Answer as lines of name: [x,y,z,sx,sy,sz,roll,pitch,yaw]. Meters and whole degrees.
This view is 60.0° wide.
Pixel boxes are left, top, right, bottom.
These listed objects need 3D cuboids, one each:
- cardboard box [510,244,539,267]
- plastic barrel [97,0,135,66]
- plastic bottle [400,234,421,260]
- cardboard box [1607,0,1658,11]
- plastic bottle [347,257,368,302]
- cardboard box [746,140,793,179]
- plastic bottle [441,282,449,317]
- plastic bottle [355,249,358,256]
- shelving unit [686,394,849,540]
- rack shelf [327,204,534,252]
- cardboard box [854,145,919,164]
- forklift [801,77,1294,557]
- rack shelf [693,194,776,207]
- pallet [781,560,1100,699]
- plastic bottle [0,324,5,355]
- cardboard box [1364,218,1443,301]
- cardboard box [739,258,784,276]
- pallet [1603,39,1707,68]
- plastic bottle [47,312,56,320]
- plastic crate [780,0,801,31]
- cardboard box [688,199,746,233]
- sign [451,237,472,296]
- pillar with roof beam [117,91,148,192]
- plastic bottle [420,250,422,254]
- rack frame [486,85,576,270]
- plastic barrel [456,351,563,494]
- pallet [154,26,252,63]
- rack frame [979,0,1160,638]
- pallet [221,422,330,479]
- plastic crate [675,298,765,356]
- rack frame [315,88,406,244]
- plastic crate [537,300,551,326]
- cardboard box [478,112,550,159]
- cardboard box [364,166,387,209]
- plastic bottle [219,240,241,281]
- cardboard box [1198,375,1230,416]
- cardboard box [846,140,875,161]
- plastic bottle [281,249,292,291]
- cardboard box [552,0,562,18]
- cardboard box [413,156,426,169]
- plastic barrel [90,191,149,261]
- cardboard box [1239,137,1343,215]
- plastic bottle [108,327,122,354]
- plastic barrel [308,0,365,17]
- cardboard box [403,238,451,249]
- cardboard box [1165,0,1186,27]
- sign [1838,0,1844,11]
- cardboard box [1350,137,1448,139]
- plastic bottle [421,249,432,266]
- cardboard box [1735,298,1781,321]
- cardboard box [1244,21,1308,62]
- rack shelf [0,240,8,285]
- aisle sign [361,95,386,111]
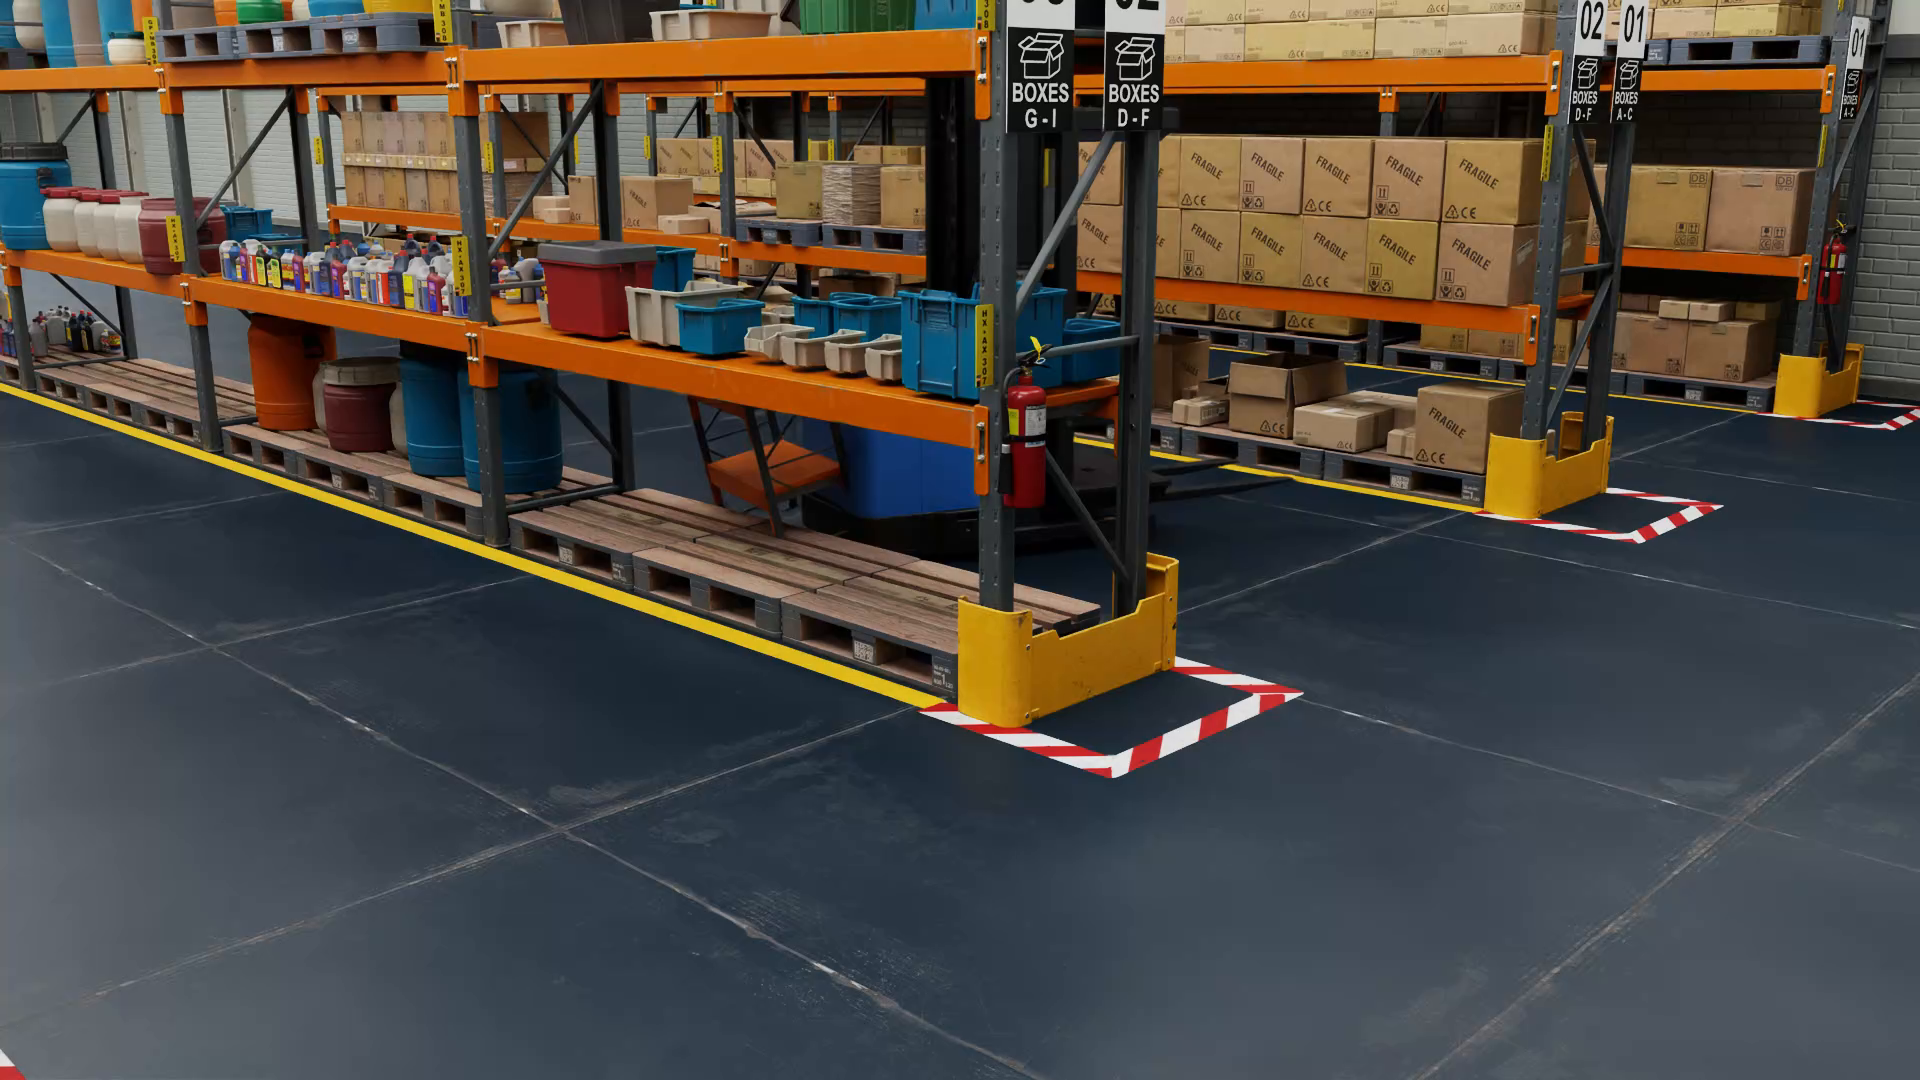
cardboard box: [-4.846,-3.170,19.284,0.500,0.500,0.500,14,20,42]
plastic barrel: [-6.712,-4.314,13.596,0.708,0.901,0.600,14,20,42]
plastic bottle: [-3.795,-1.946,11.548,0.185,0.351,0.144,14,20,42]
cardboard box: [5.894,-4.848,14.419,0.500,0.500,0.500,13,19,40]
plastic bottle: [-3.809,-1.665,10.619,0.135,0.276,0.152,14,20,42]
cardboard box: [-2.567,-5.200,22.709,0.500,0.500,0.500,13,19,41]
plastic bottle: [-3.022,-1.428,9.857,0.097,0.201,0.097,0,15,0]
plastic bottle: [-4.397,-2.028,12.160,0.097,0.201,0.097,0,15,0]
shelving unit: [-1.099,-0.550,9.551,0.538,1.125,1.048,-20,20,-23]
rack shelf: [-6.169,-3.799,19.989,4.000,0.370,1.077,14,20,42]
cardboard box: [-0.951,-4.863,21.575,0.500,0.500,0.700,14,20,42]
forklift: [0.607,-1.505,9.895,3.031,2.935,1.130,-7,16,-24]
rack shelf: [-2.734,-4.699,23.442,4.000,0.370,1.077,14,20,42]
pallet: [-0.099,0.400,7.979,1.213,0.211,1.003,14,20,42]
plastic bottle: [-9.119,-1.912,15.835,0.061,0.283,0.133,-13,19,-41]
cardboard box: [3.022,-1.864,10.939,0.500,0.500,0.500,14,20,43]
cardboard box: [-2.834,-4.025,23.517,0.500,0.500,0.700,12,19,39]
pallet: [5.921,-4.347,14.892,1.213,0.211,1.003,14,20,42]
plastic bottle: [-9.161,-2.178,16.872,0.135,0.276,0.152,13,19,41]
plastic crate: [-0.441,-2.537,7.894,0.767,0.338,0.504,14,20,42]
cardboard box: [-2.360,-3.245,16.615,0.500,0.311,0.500,13,20,42]
sign: [-2.795,-1.533,9.317,0.005,0.325,0.100,14,20,42]
pillar with roof beam: [-23.334,-11.753,37.192,0.400,9.000,9.100,14,20,42]
plastic bottle: [-3.618,-1.822,11.231,0.097,0.271,0.097,0,15,0]
rack frame: [-4.730,-3.797,18.555,0.127,3.000,1.000,14,20,42]
plastic barrel: [-2.791,-0.784,10.322,0.708,0.901,0.600,14,20,42]
pallet: [-4.808,-3.407,11.484,1.213,0.211,1.003,14,20,42]
rack frame: [0.468,-0.798,7.047,0.127,3.000,1.000,14,20,42]
pallet: [-4.695,-0.719,12.271,1.213,0.211,1.003,14,20,42]
plastic crate: [-1.188,-1.059,8.261,0.300,0.233,0.416,14,20,42]
rack frame: [-7.609,-4.497,21.242,0.127,3.000,1.000,14,20,42]
plastic crate: [-2.176,-1.292,9.347,0.243,0.136,0.396,14,20,42]
cardboard box: [-5.053,-4.550,18.672,0.500,0.500,0.700,14,20,42]
cardboard box: [-6.901,-4.370,20.557,0.700,0.500,0.500,-14,20,-43]
plastic bottle: [-5.204,-2.004,11.920,0.135,0.276,0.152,14,20,42]
cardboard box: [2.176,-1.129,12.776,0.500,0.311,0.500,14,20,42]
cardboard box: [-1.487,-5.117,22.391,0.500,0.500,0.500,13,19,41]
plastic bottle: [-4.544,-1.832,11.268,0.097,0.271,0.097,0,15,0]
cardboard box: [-3.887,-5.531,17.240,0.500,0.500,0.500,-12,19,-39]
cardboard box: [-6.180,-4.436,19.524,0.380,0.149,0.250,-14,20,-42]
plastic barrel: [-6.794,-2.553,13.511,0.433,0.535,0.433,0,15,0]
cardboard box: [2.287,-2.525,11.492,0.500,0.500,0.500,-14,20,-42]
plastic bottle: [-8.096,-1.926,15.915,0.097,0.271,0.097,0,15,0]
plastic barrel: [-3.746,-3.667,10.279,0.708,0.901,0.600,14,20,42]
cardboard box: [-6.300,-3.335,19.916,0.500,0.500,0.500,14,20,42]
cardboard box: [1.568,-3.800,11.925,0.500,0.250,0.500,14,20,42]
sign: [6.958,-4.342,13.100,0.005,0.325,0.100,14,20,42]
cardboard box: [3.034,-2.533,11.523,0.500,0.500,0.500,14,20,43]
plastic bottle: [-3.333,-1.634,10.354,0.185,0.351,0.144,14,20,42]
cardboard box: [7.000,-2.023,14.584,0.250,0.149,0.380,14,20,43]
cardboard box: [2.286,-3.383,11.314,0.500,0.250,0.500,14,20,42]
rack shelf: [-9.610,-2.900,16.541,4.000,0.370,1.077,14,20,42]
aisle sign: [-7.453,-5.820,21.163,0.004,0.787,0.394,14,20,42]
